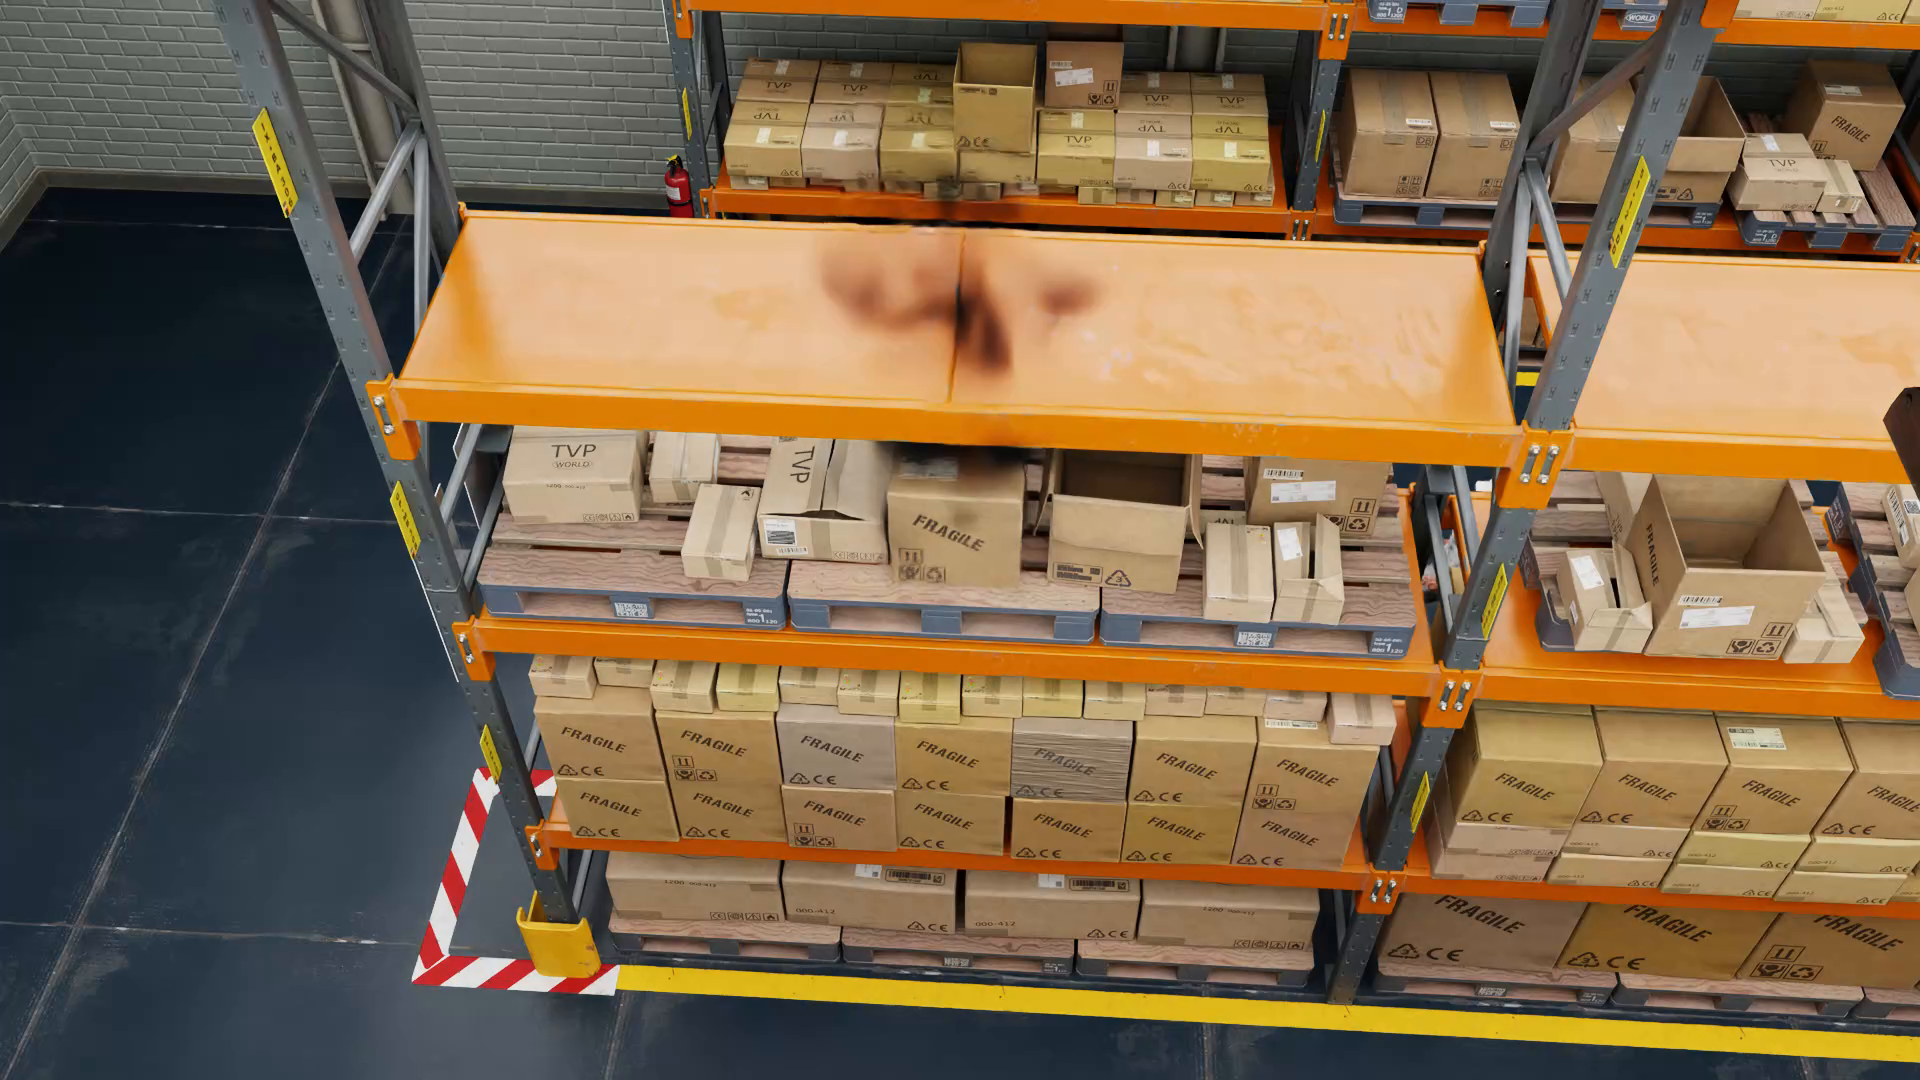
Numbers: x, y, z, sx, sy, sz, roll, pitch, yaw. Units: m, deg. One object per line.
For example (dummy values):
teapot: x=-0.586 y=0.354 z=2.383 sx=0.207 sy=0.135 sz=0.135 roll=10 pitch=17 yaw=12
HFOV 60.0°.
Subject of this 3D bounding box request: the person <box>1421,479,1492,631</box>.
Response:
person: x=2.837 y=0.234 z=9.301 sx=0.883 sy=1.656 sz=0.668 roll=1 pitch=48 yaw=1
